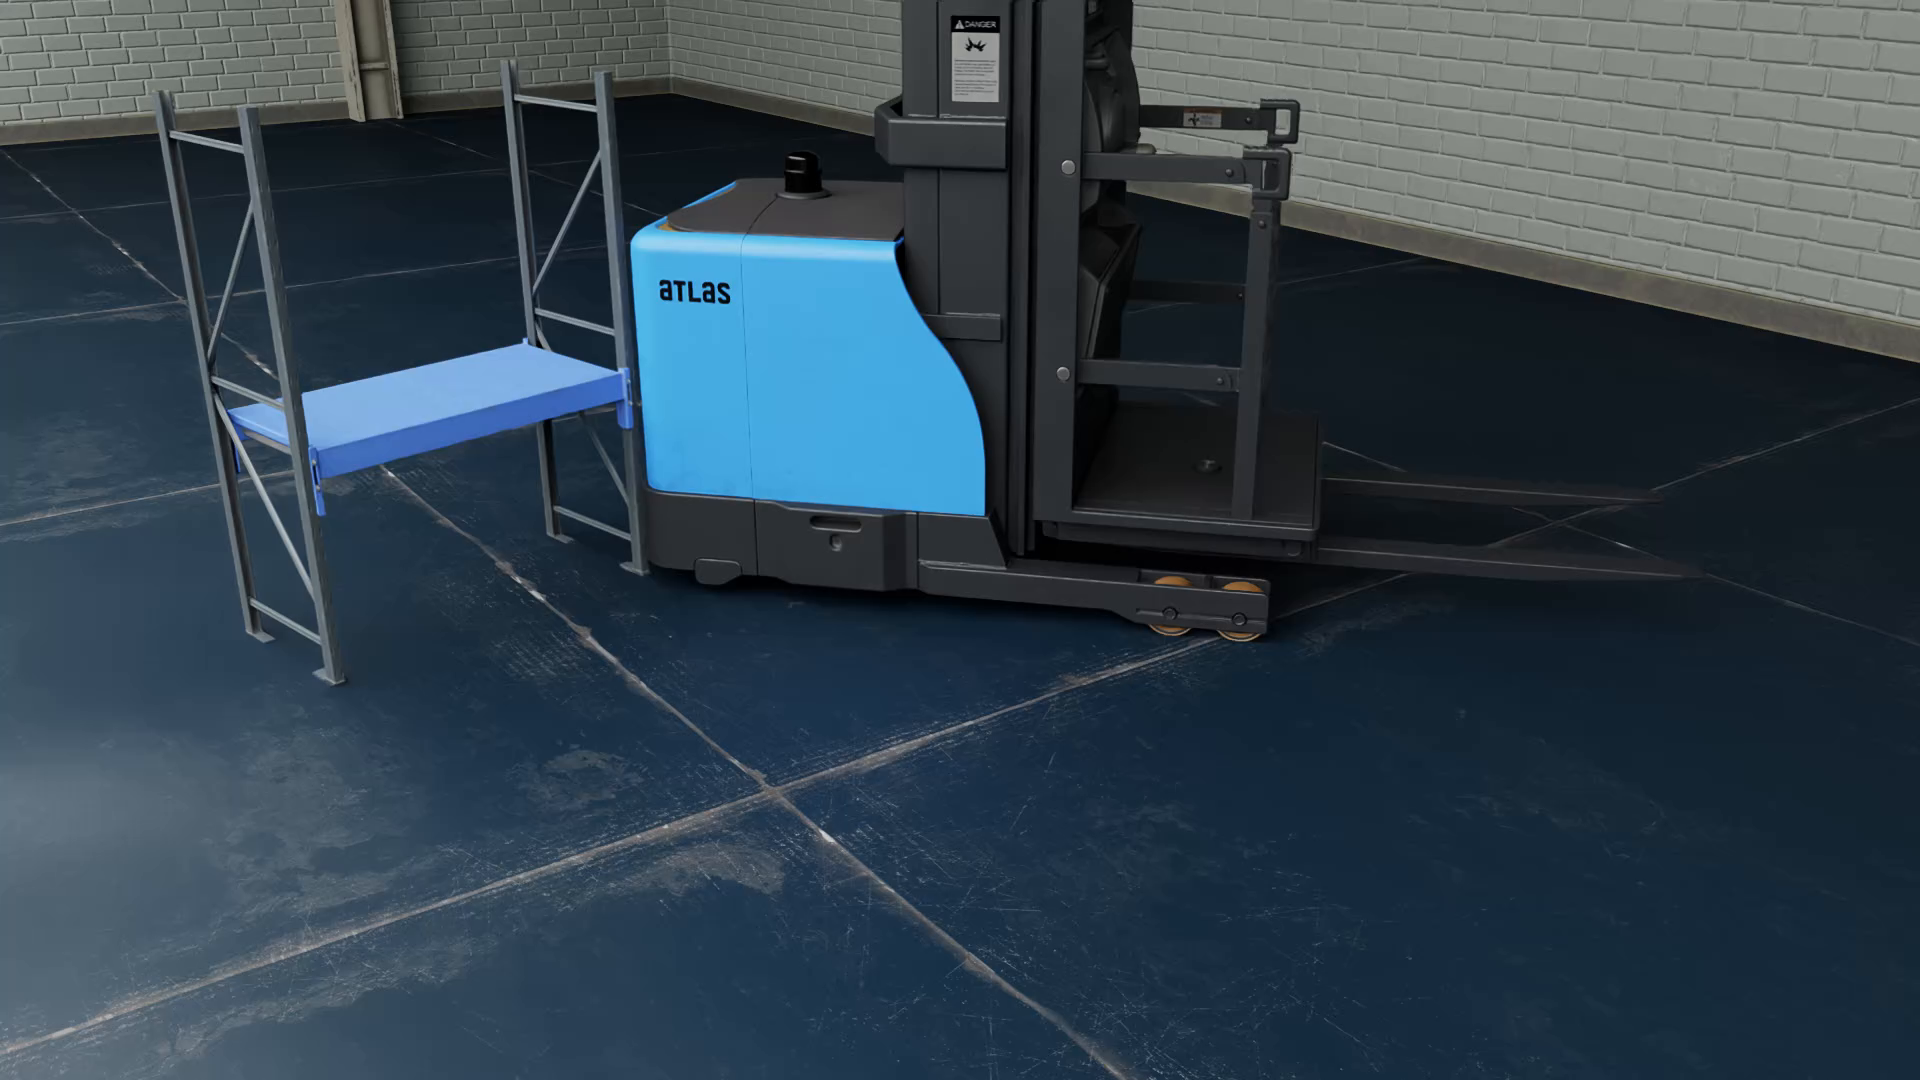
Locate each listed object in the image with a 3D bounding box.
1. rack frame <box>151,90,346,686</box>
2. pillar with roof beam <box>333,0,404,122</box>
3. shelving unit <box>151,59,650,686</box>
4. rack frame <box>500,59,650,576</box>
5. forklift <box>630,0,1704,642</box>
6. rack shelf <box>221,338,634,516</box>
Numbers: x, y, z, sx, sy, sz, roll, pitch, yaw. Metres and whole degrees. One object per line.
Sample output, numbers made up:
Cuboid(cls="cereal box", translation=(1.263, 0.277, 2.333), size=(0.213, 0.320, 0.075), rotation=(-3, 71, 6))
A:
Cuboid(cls="rack frame", translation=(-1.837, -0.374, 4.309), size=(0.500, 1.500, 0.032), rotation=(19, 28, 39))
Cuboid(cls="pillar with roof beam", translation=(-2.689, -6.648, 9.915), size=(0.400, 9.000, 9.100), rotation=(-15, 26, -33))
Cuboid(cls="shelving unit", translation=(-1.496, -0.513, 4.659), size=(0.538, 1.500, 1.048), rotation=(19, 28, 39))
Cuboid(cls="rack frame", translation=(-1.155, -0.653, 5.010), size=(0.500, 1.500, 0.032), rotation=(19, 28, 39))
Cuboid(cls="forklift", translation=(0.620, -1.290, 4.673), size=(3.031, 2.935, 1.130), rotation=(5, 22, 11))
Cuboid(cls="rack shelf", translation=(-1.496, -0.346, 4.726), size=(0.538, 0.185, 1.000), rotation=(19, 28, 39))
